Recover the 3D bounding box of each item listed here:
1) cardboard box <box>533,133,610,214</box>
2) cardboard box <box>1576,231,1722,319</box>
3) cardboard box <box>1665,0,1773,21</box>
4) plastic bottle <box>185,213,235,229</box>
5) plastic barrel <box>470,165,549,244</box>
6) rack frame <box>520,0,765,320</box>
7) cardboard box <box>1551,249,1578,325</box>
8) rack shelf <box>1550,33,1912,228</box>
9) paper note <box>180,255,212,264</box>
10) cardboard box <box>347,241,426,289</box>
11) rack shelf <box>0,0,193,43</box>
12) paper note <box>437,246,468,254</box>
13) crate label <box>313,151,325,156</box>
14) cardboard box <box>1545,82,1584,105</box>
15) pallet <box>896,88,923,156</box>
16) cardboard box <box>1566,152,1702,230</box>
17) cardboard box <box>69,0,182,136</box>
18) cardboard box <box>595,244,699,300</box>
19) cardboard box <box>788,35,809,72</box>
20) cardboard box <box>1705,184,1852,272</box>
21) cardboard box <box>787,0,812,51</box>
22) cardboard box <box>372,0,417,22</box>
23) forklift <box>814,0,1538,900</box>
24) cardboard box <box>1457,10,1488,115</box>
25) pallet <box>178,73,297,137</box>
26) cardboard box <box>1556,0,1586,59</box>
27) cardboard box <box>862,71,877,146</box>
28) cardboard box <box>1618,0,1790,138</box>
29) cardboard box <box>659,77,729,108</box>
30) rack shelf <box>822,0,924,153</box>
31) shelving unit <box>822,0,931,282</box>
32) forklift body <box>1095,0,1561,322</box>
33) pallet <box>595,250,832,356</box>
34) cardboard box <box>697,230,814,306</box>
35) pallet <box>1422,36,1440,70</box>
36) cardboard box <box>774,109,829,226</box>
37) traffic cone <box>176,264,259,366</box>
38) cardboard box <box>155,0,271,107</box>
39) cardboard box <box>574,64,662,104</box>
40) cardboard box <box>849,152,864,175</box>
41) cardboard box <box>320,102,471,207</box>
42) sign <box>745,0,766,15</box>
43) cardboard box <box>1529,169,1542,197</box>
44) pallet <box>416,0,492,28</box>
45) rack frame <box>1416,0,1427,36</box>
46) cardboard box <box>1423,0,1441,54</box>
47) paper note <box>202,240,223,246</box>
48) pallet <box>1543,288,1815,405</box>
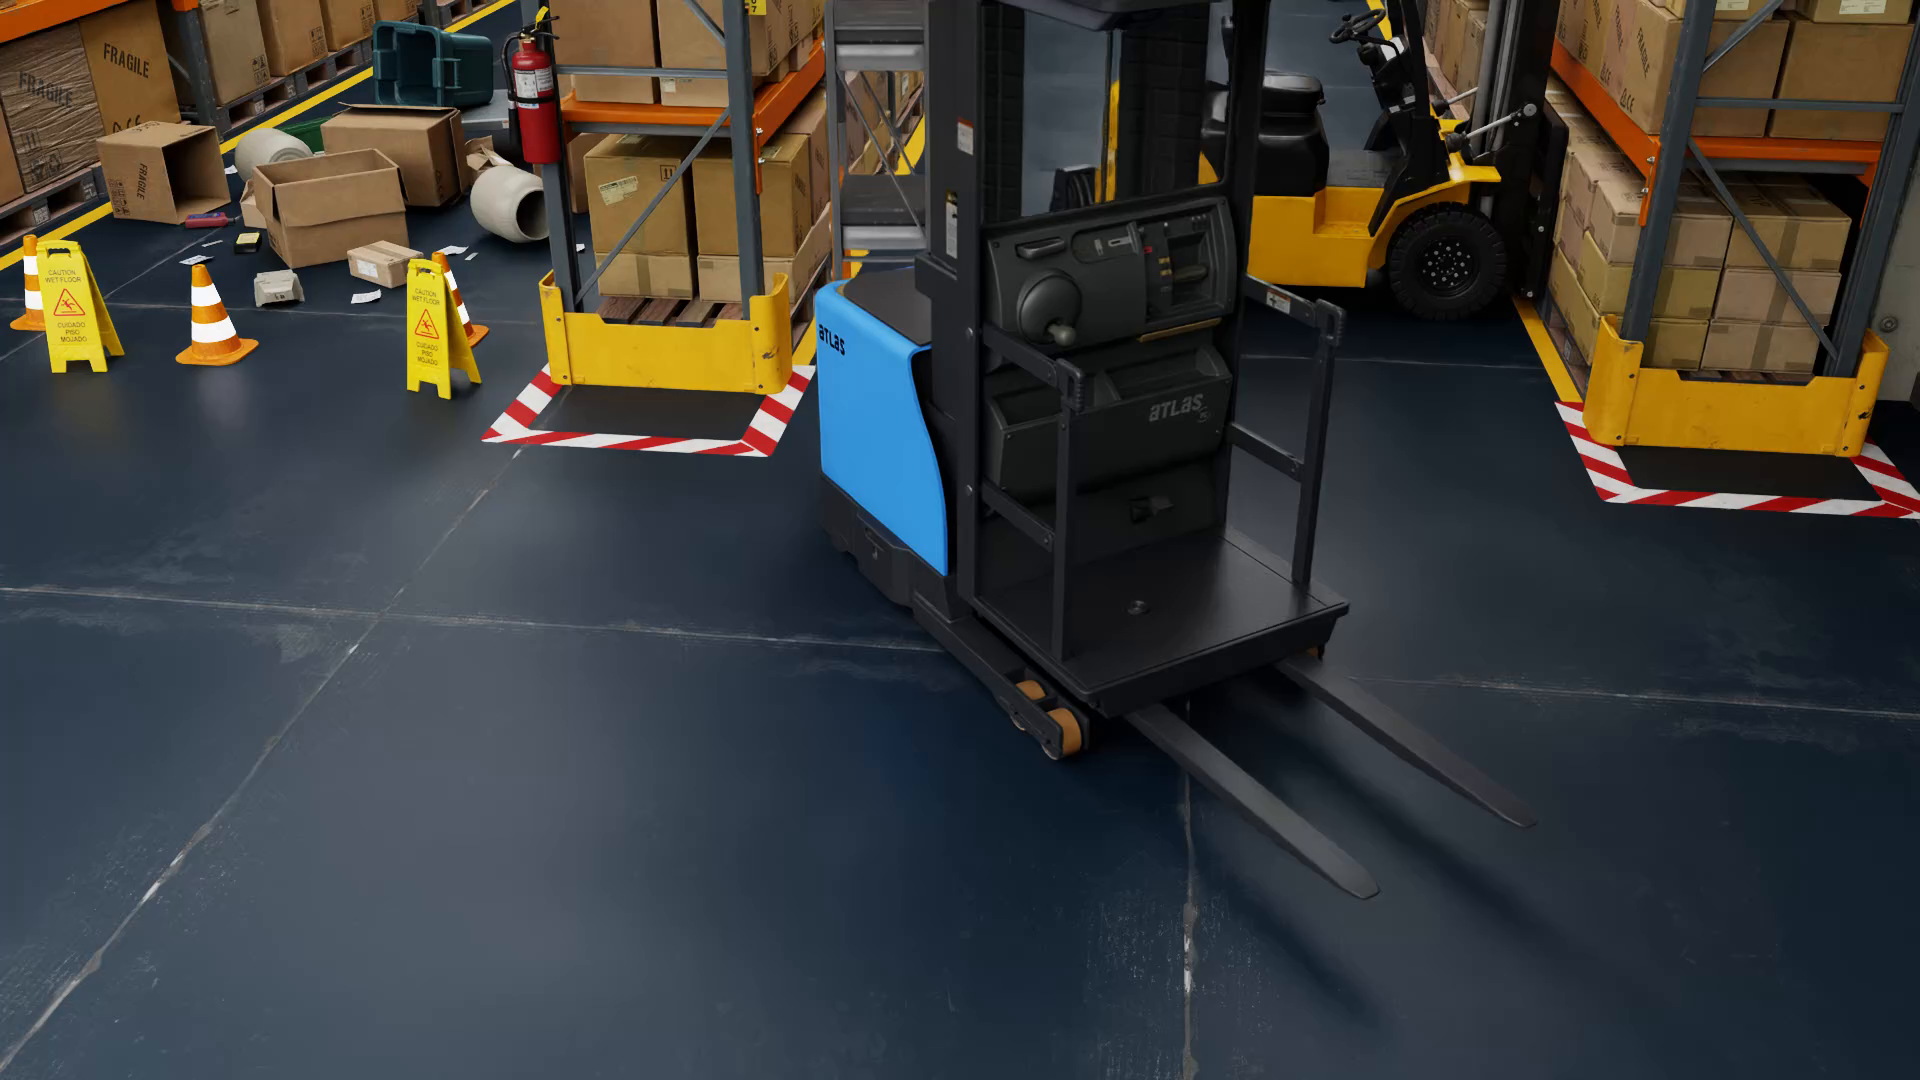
[{"bbox_3d":[-2.429,-2.459,10.784,0.500,0.500,0.500,-24,36,-37],"label":"cardboard box"},{"bbox_3d":[3.239,-1.255,7.847,0.500,0.250,0.500,3,28,6],"label":"cardboard box"},{"bbox_3d":[3.254,-2.323,7.110,0.380,0.149,0.250,4,29,7],"label":"cardboard box"},{"bbox_3d":[-4.681,-2.000,10.397,0.283,0.061,0.133,-6,29,-11],"label":"plastic bottle"},{"bbox_3d":[-2.687,-2.026,10.065,0.421,0.421,0.512,-24,36,-37],"label":"plastic barrel"},{"bbox_3d":[-1.438,-2.100,7.486,1.000,3.000,0.127,3,28,6],"label":"rack frame"},{"bbox_3d":[3.304,-1.261,8.385,0.500,0.250,0.500,3,28,6],"label":"cardboard box"},{"bbox_3d":[3.734,-2.438,8.872,1.077,0.370,4.000,3,28,6],"label":"rack shelf"},{"bbox_3d":[-4.491,-1.653,9.787,0.144,0.017,0.142,14,31,24],"label":"paper note"},{"bbox_3d":[-3.282,-1.579,9.525,0.380,0.149,0.250,20,34,32],"label":"cardboard box"},{"bbox_3d":[-6.118,-2.965,9.850,1.077,0.370,4.000,3,28,6],"label":"rack shelf"},{"bbox_3d":[-3.044,-1.740,9.960,0.148,0.019,0.142,14,31,24],"label":"paper note"},{"bbox_3d":[-4.364,-2.555,11.349,0.298,0.136,0.250,-17,33,-29],"label":"crate label"},{"bbox_3d":[3.486,-2.427,9.494,0.500,0.250,0.500,4,29,8],"label":"cardboard box"},{"bbox_3d":[-0.854,-3.122,12.323,1.003,0.211,1.213,3,28,6],"label":"pallet"},{"bbox_3d":[3.293,-1.704,8.152,0.500,0.250,0.500,4,29,7],"label":"cardboard box"},{"bbox_3d":[-6.019,-3.181,11.289,0.875,0.875,0.875,4,29,7],"label":"cardboard box"},{"bbox_3d":[-1.603,-1.482,8.795,0.500,0.250,0.500,3,28,6],"label":"cardboard box"},{"bbox_3d":[-0.984,-2.494,8.482,0.380,0.149,0.250,4,29,7],"label":"cardboard box"},{"bbox_3d":[3.736,-1.444,7.669,0.500,0.250,0.500,3,28,5],"label":"cardboard box"},{"bbox_3d":[-1.044,-2.726,8.229,0.500,0.500,0.500,4,29,8],"label":"cardboard box"},{"bbox_3d":[-5.546,-5.019,14.833,1.050,0.750,0.750,3,28,6],"label":"cardboard box"},{"bbox_3d":[0.613,-0.826,5.192,1.130,2.935,3.031,-16,32,-26],"label":"forklift"},{"bbox_3d":[4.135,-3.447,12.047,0.875,0.625,0.625,3,28,6],"label":"cardboard box"},{"bbox_3d":[-5.853,-3.363,12.770,1.003,0.211,1.213,3,28,6],"label":"pallet"},{"bbox_3d":[3.475,-2.827,8.729,0.500,0.500,0.500,4,29,7],"label":"cardboard box"},{"bbox_3d":[-0.814,-2.754,10.365,0.500,0.500,0.500,4,29,7],"label":"cardboard box"},{"bbox_3d":[3.289,-2.105,7.389,0.500,0.500,0.500,3,28,5],"label":"cardboard box"},{"bbox_3d":[-1.191,-2.138,7.820,0.380,0.149,0.250,3,29,6],"label":"cardboard box"},{"bbox_3d":[-0.301,-1.829,6.483,0.431,0.518,0.480,0,28,0],"label":"rack shelf"},{"bbox_3d":[-0.301,-1.224,6.809,0.431,2.100,0.503,0,28,0],"label":"shelving unit"},{"bbox_3d":[1.911,-2.439,9.009,2.313,2.155,1.214,3,28,6],"label":"forklift body"},{"bbox_3d":[-1.294,-1.289,8.920,1.003,0.211,1.213,3,28,6],"label":"pallet"},{"bbox_3d":[-1.064,-1.438,8.714,0.500,0.250,0.500,3,28,6],"label":"cardboard box"},{"bbox_3d":[4.330,-3.967,13.890,1.003,0.211,1.213,3,28,6],"label":"pallet"},{"bbox_3d":[-1.002,-2.026,9.014,0.500,0.500,0.500,2,28,4],"label":"cardboard box"},{"bbox_3d":[-3.808,-1.165,8.425,0.336,0.463,0.334,3,28,6],"label":"traffic cone"},{"bbox_3d":[-5.886,-3.715,12.413,1.050,0.750,0.750,3,28,6],"label":"cardboard box"},{"bbox_3d":[-1.604,-2.178,7.896,0.380,0.149,0.250,4,29,8],"label":"cardboard box"},{"bbox_3d":[-0.875,-2.173,10.078,0.500,0.250,0.500,4,29,7],"label":"cardboard box"},{"bbox_3d":[-3.629,-2.476,10.672,0.797,0.637,0.503,3,28,6],"label":"cardboard box"},{"bbox_3d":[-0.899,-2.450,7.222,0.100,0.325,0.005,3,28,6],"label":"sign"},{"bbox_3d":[3.418,-1.970,9.174,0.500,0.250,0.500,3,28,6],"label":"cardboard box"},{"bbox_3d":[-5.285,-5.246,16.266,1.003,0.211,1.213,3,28,6],"label":"pallet"},{"bbox_3d":[4.469,-5.579,13.944,1.000,3.000,0.127,3,28,6],"label":"rack frame"},{"bbox_3d":[4.379,-4.426,13.864,0.875,0.625,0.625,4,29,8],"label":"cardboard box"},{"bbox_3d":[-4.529,-1.797,10.075,0.032,0.001,0.123,20,34,32],"label":"paper note"},{"bbox_3d":[3.541,-0.949,8.288,1.003,0.211,1.213,3,28,6],"label":"pallet"}]
